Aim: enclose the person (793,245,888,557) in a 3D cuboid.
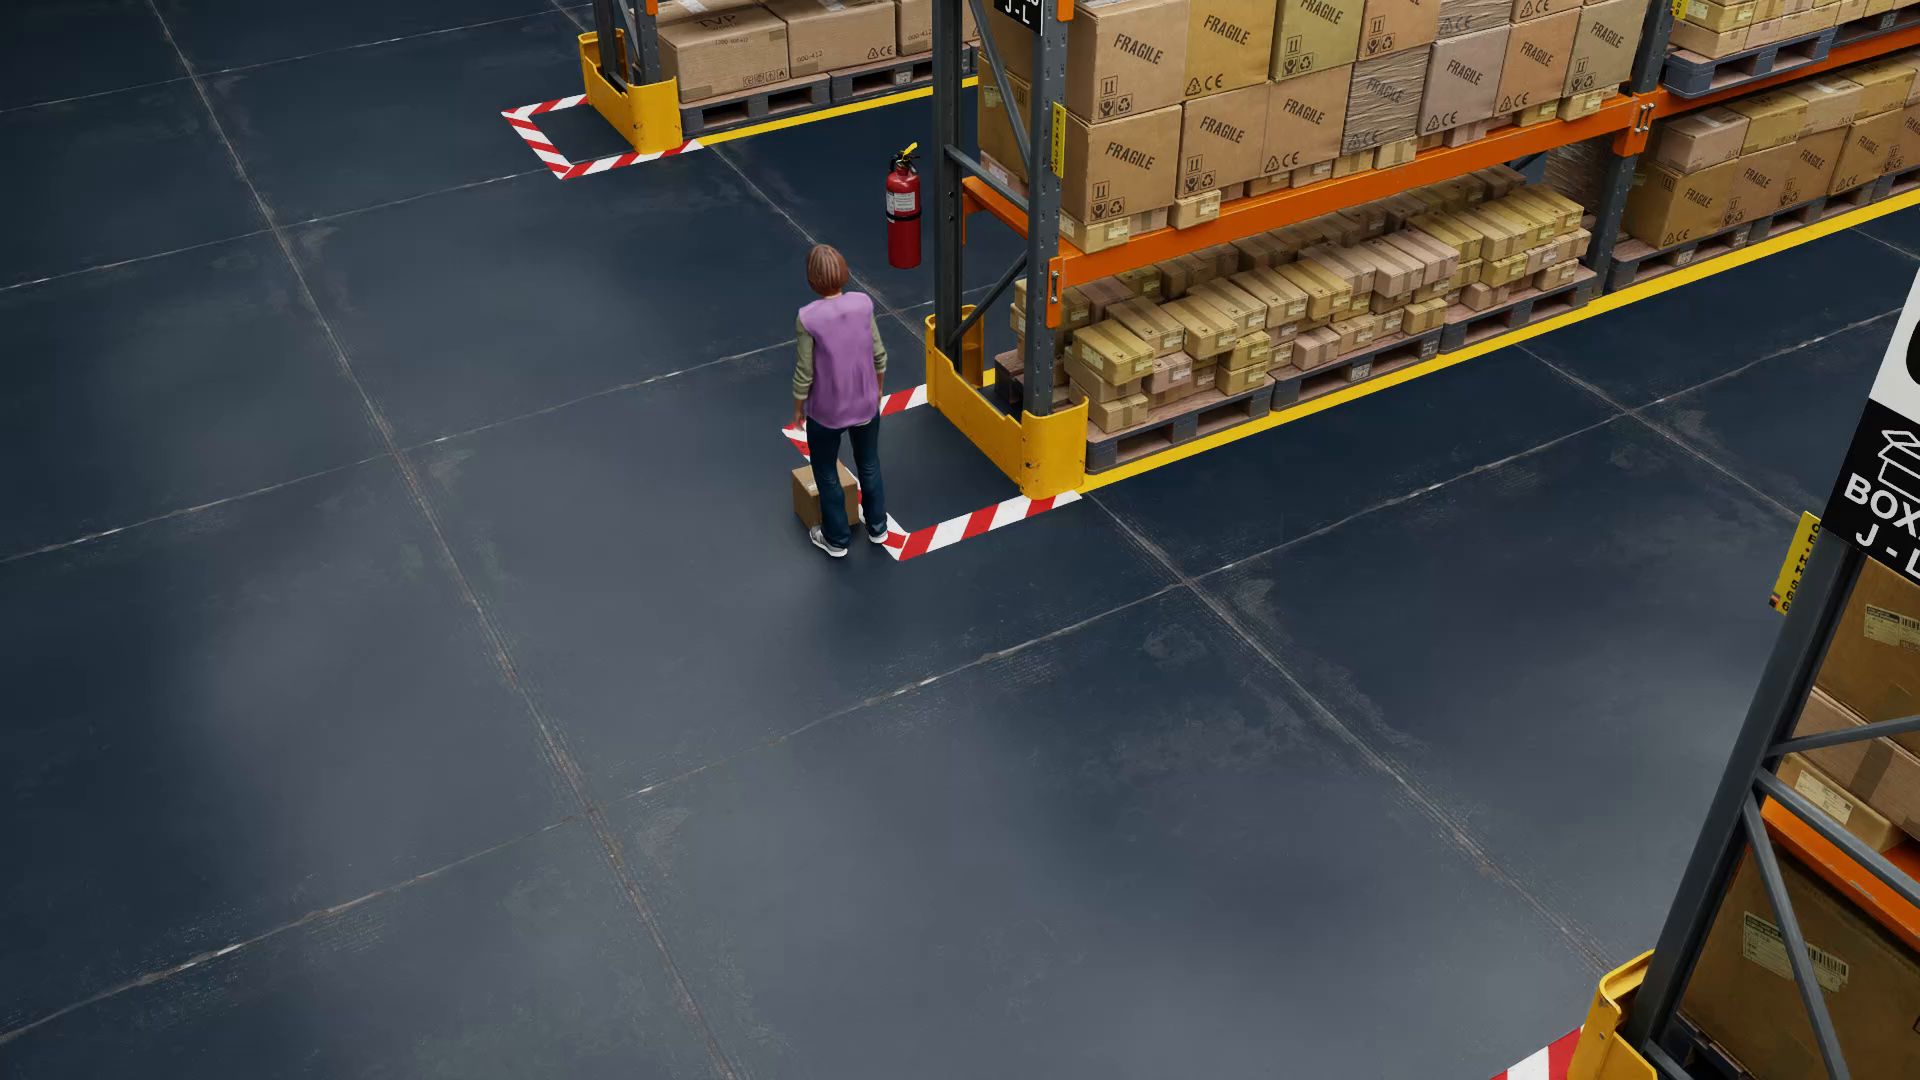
[{"bbox_3d":[-0.554,-0.623,7.751,0.462,1.593,0.344,-17,40,-21],"label":"person"}]
